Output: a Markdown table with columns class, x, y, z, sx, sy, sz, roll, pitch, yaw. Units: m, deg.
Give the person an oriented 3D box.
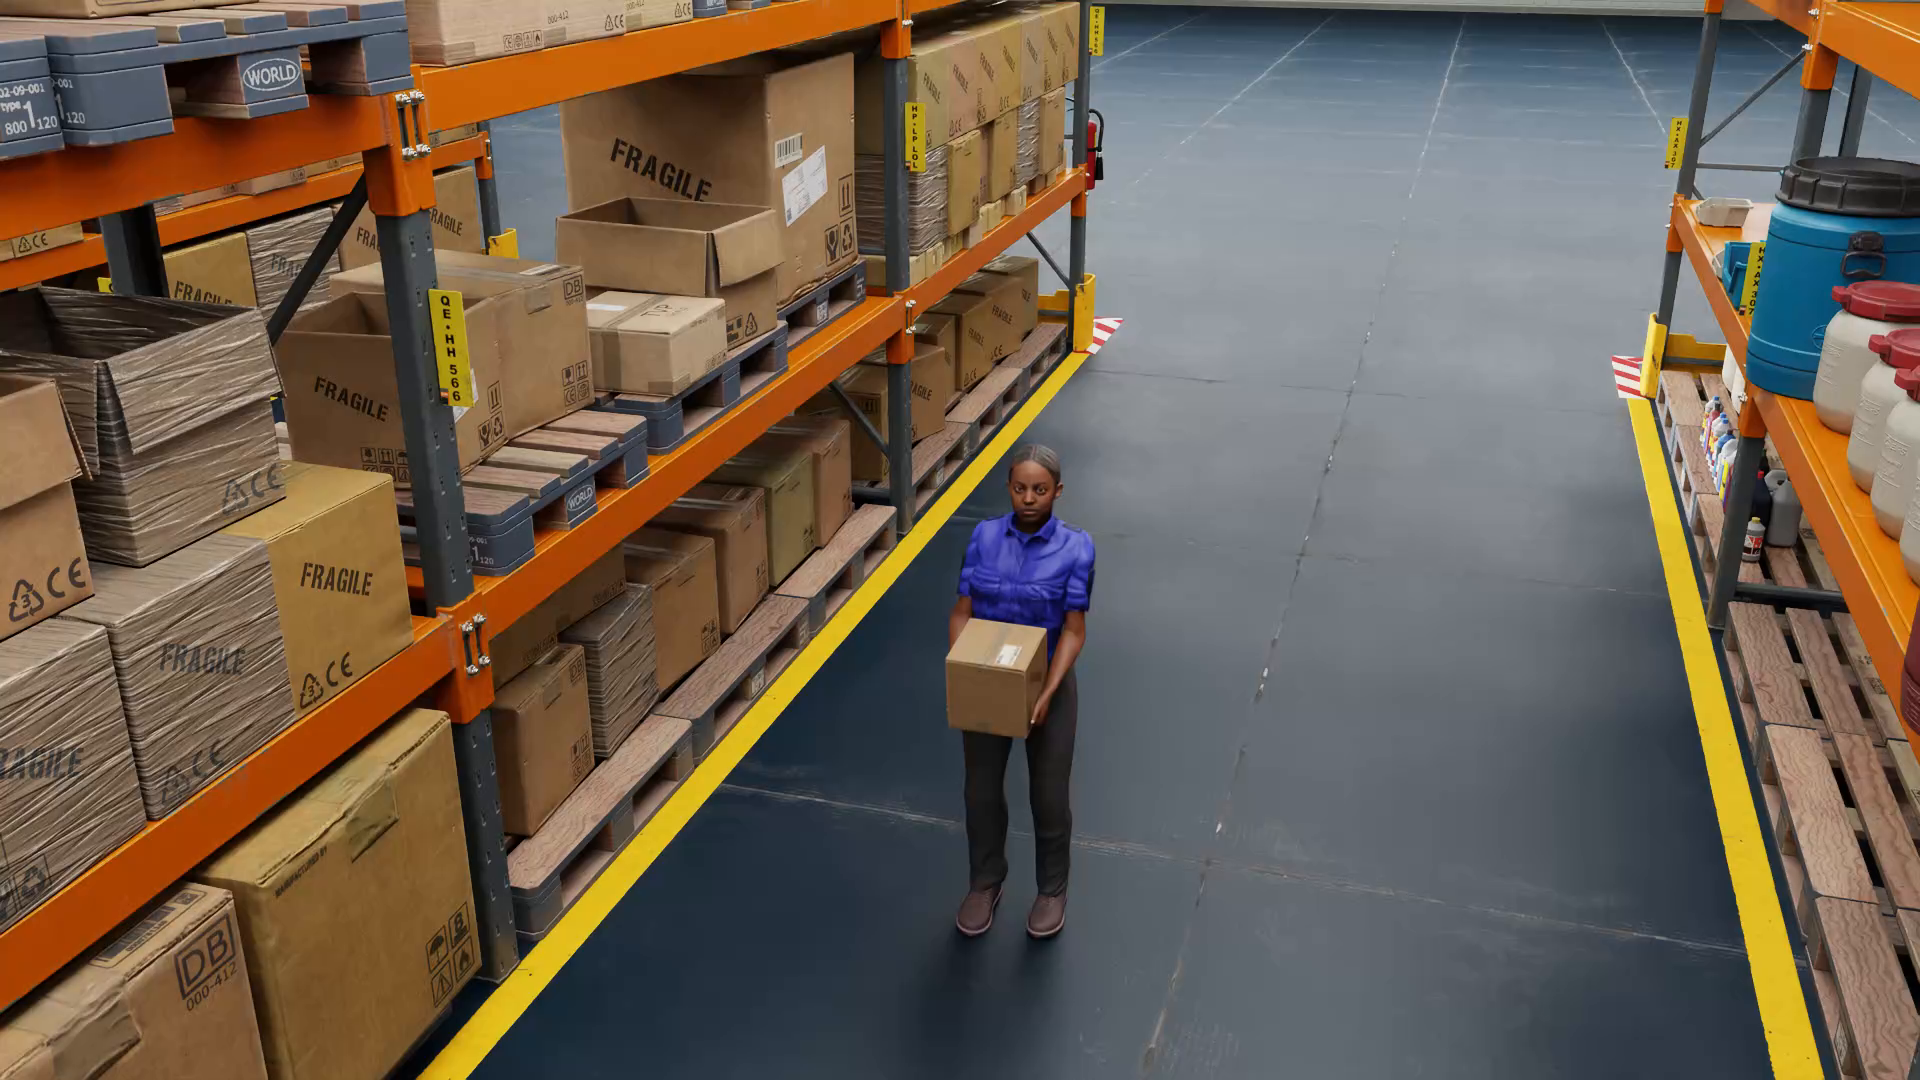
| class | x | y | z | sx | sy | sz | roll | pitch | yaw |
| --- | --- | --- | --- | --- | --- | --- | --- | --- | --- |
| person | 0.171 | 0.487 | 5.315 | 0.451 | 1.577 | 0.520 | 7 | 23 | 17 |
